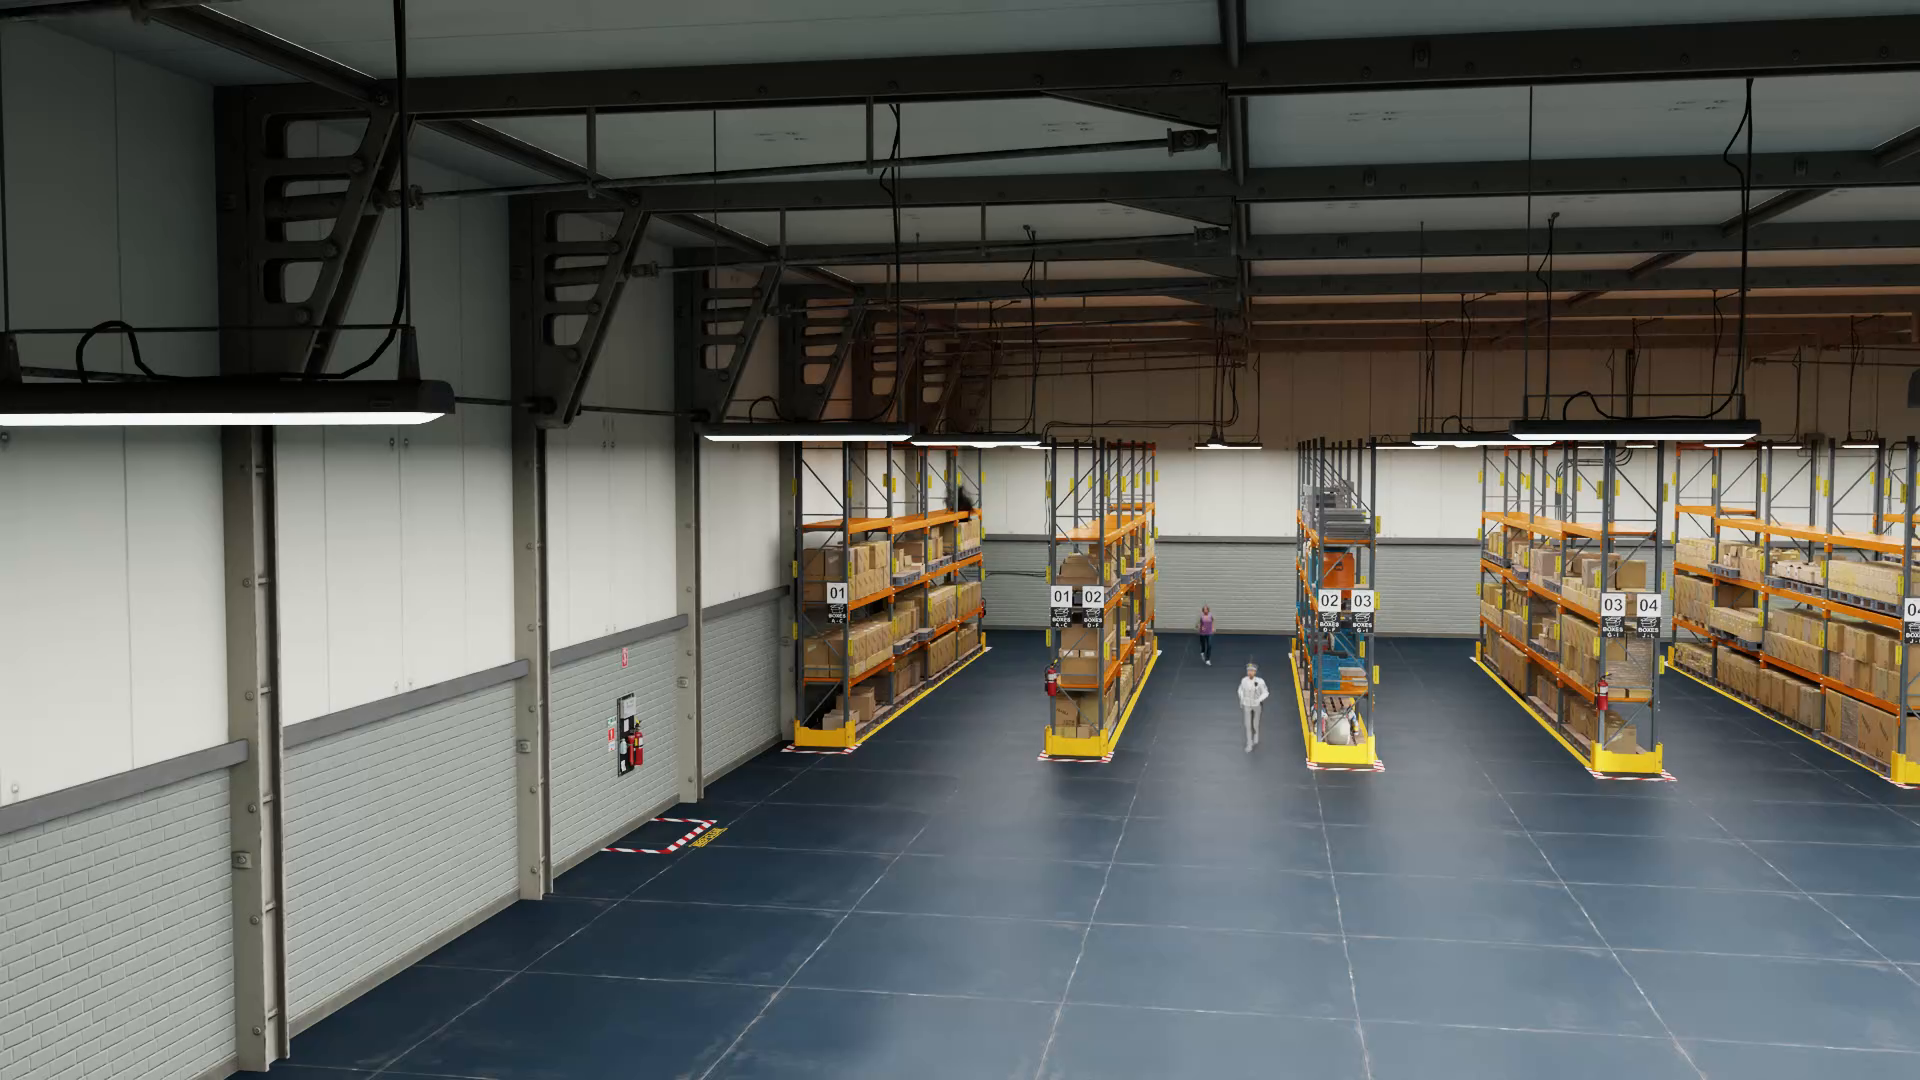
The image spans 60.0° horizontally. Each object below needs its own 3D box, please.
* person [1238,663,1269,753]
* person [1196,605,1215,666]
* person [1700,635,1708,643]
[{"bbox_3d":[5.625,3.201,31.944,0.614,1.689,0.763,1,3,21],"label":"person"},{"bbox_3d":[6.633,2.558,44.906,0.545,1.592,0.843,0,3,0],"label":"person"},{"bbox_3d":[20.431,2.429,45.448,0.729,1.752,0.915,-3,4,-40],"label":"person"}]
